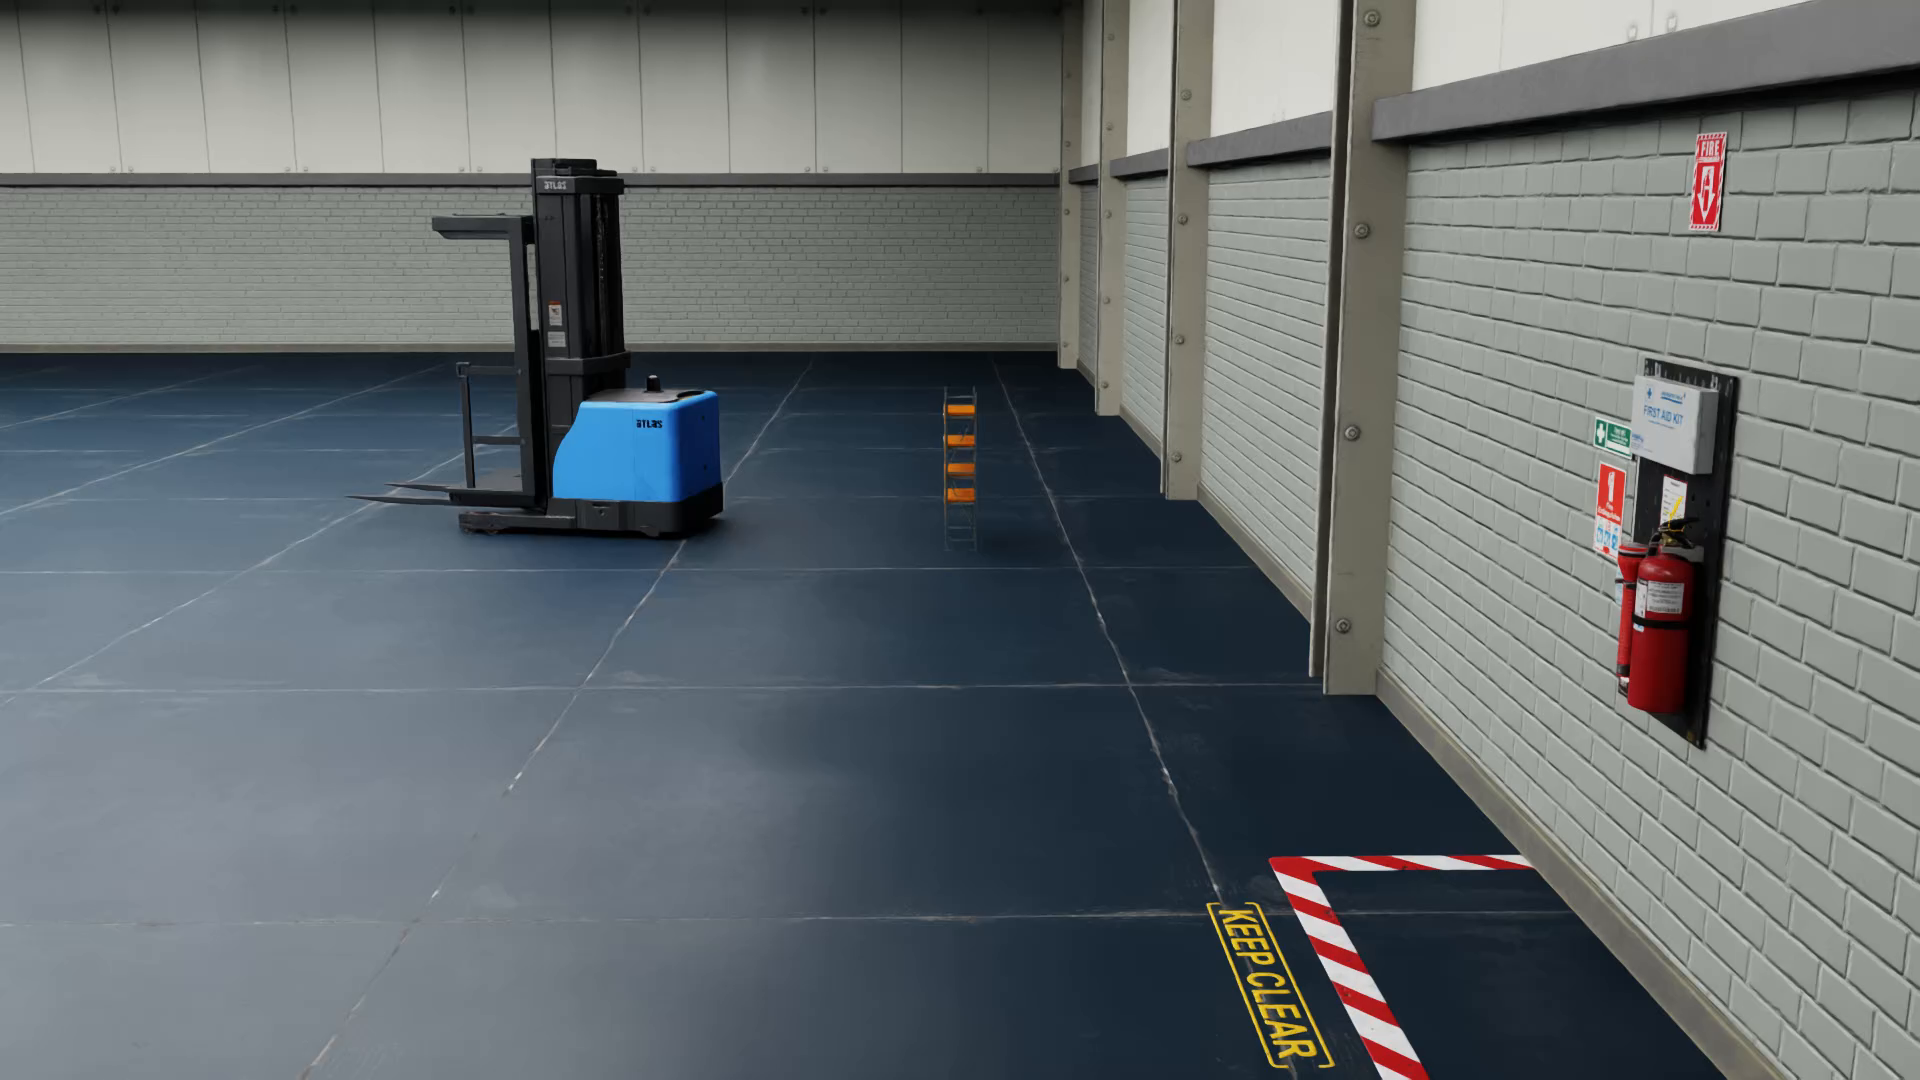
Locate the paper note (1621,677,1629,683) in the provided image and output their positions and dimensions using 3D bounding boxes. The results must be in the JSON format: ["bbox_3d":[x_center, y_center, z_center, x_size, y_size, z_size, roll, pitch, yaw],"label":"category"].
[{"bbox_3d":[2.292,0.420,5.659,0.016,0.148,0.142,0,11,-1],"label":"paper note"}]

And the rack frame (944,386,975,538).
[{"bbox_3d":[-0.002,-0.604,13.017,0.240,1.200,0.015,0,11,-1],"label":"rack frame"}]

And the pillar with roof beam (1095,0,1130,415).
[{"bbox_3d":[-2.436,-5.985,19.927,9.100,9.000,0.400,0,11,-1],"label":"pillar with roof beam"}]

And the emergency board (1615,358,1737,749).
[{"bbox_3d":[2.227,0.024,5.396,0.194,1.169,0.643,0,11,-1],"label":"emergency board"}]

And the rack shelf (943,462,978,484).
[{"bbox_3d":[0.003,-0.489,12.791,0.258,0.148,0.480,0,11,-1],"label":"rack shelf"}]

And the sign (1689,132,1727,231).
[{"bbox_3d":[2.326,-1.114,5.176,0.001,0.298,0.199,0,11,-1],"label":"sign"}]

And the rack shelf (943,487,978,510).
[{"bbox_3d":[0.003,-0.295,12.830,0.258,0.148,0.480,0,11,-1],"label":"rack shelf"}]

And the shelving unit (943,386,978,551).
[{"bbox_3d":[0.003,-0.555,12.778,0.258,1.200,0.503,0,11,-1],"label":"shelving unit"}]

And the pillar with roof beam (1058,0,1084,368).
[{"bbox_3d":[-2.560,-7.178,25.806,9.100,9.000,0.400,0,11,-1],"label":"pillar with roof beam"}]

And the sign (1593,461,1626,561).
[{"bbox_3d":[2.318,-0.104,5.937,0.001,0.329,0.234,0,11,-1],"label":"sign"}]

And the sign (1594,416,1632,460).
[{"bbox_3d":[2.310,-0.363,5.879,0.001,0.109,0.331,0,11,-1],"label":"sign"}]

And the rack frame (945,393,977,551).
[{"bbox_3d":[0.008,-0.507,12.539,0.240,1.200,0.015,0,11,-1],"label":"rack frame"}]

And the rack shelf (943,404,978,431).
[{"bbox_3d":[0.003,-0.940,12.699,0.258,0.148,0.480,0,11,-1],"label":"rack shelf"}]

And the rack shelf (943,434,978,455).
[{"bbox_3d":[0.003,-0.708,12.747,0.258,0.148,0.480,0,11,-1],"label":"rack shelf"}]

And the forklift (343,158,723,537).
[{"bbox_3d":[-3.551,-1.587,13.509,3.031,2.935,1.130,2,12,12],"label":"forklift"}]

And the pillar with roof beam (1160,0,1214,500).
[{"bbox_3d":[-2.312,-4.792,14.048,9.100,9.000,0.400,0,11,-1],"label":"pillar with roof beam"}]

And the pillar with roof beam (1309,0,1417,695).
[{"bbox_3d":[-2.188,-3.600,8.169,9.100,9.000,0.400,0,11,-1],"label":"pillar with roof beam"}]
